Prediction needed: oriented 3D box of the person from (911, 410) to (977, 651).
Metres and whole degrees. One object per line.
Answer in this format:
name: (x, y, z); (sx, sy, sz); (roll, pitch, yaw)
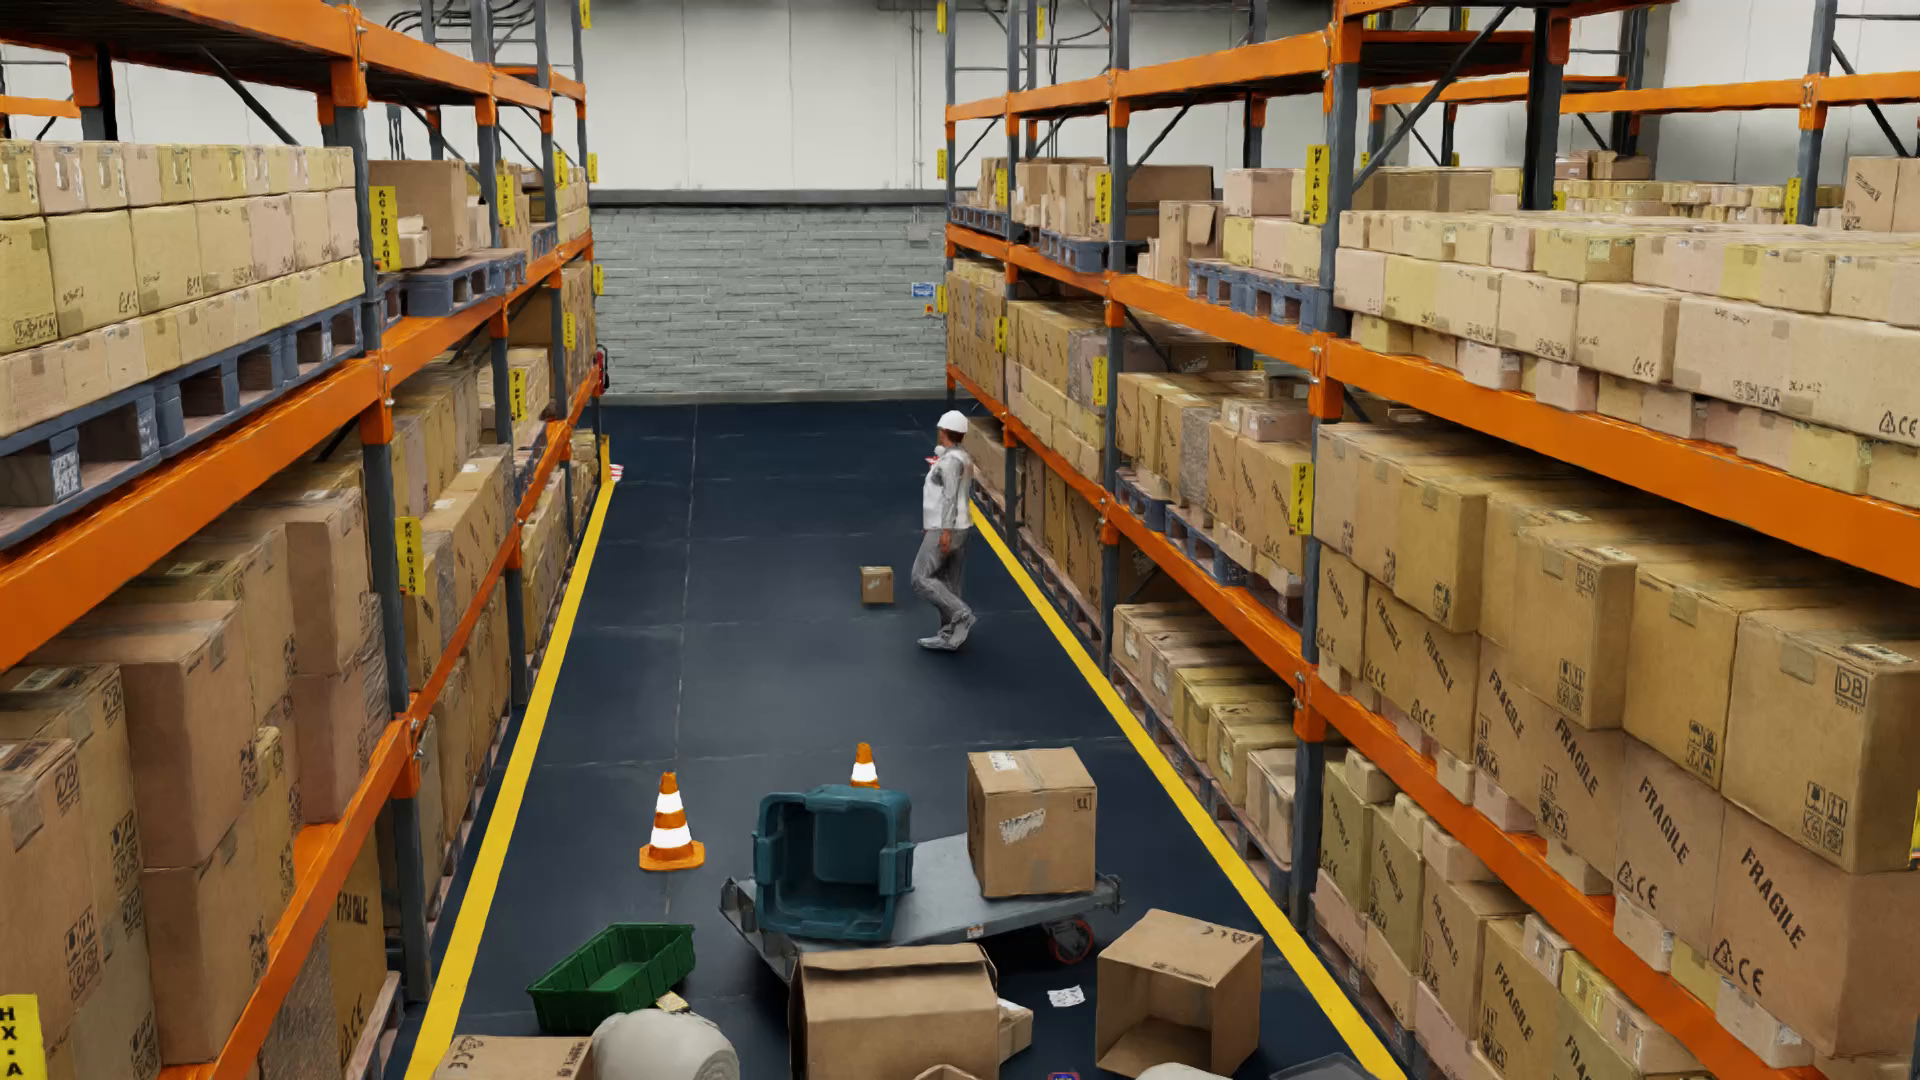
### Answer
person: (-0.088, -0.064, 12.247); (0.491, 1.741, 0.696); (2, 13, 8)
